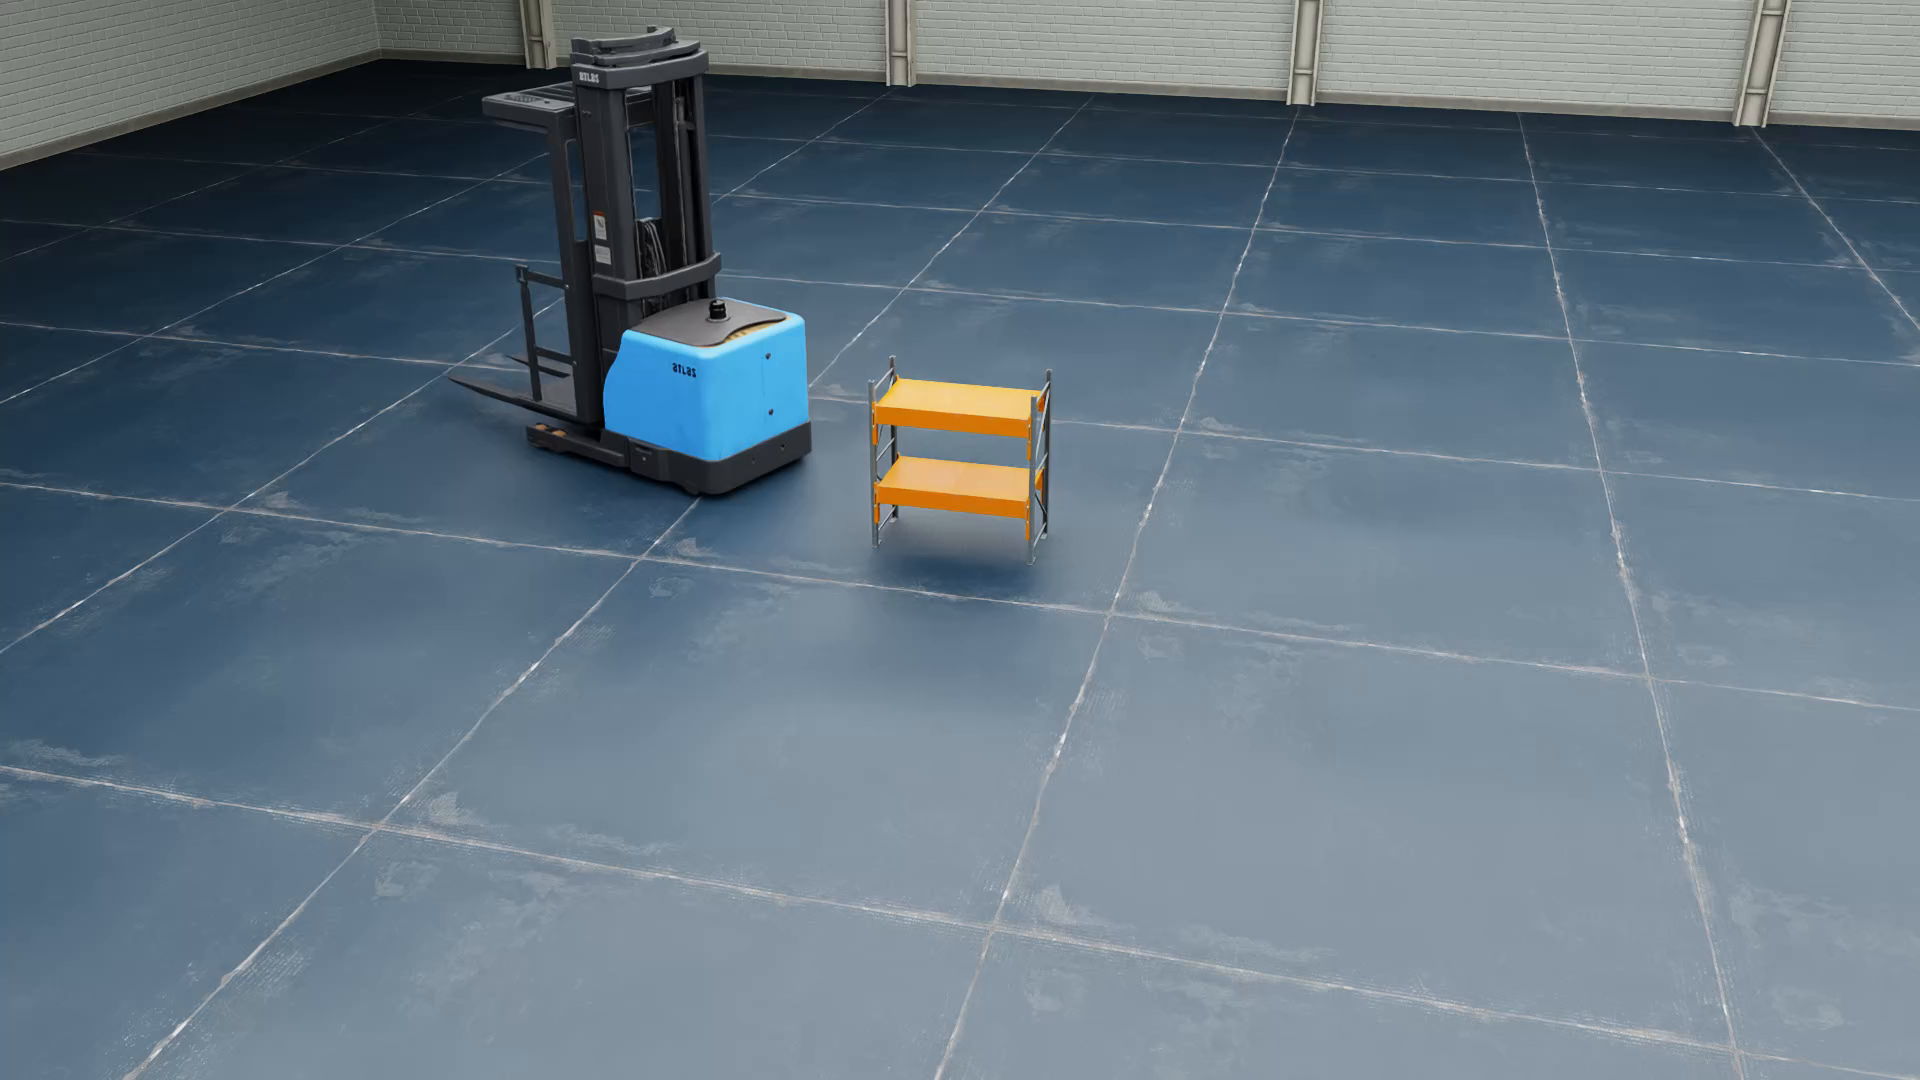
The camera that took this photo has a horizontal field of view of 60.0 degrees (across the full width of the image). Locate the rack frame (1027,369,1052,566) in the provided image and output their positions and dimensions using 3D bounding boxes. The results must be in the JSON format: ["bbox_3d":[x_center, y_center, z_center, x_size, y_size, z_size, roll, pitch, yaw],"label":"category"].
[{"bbox_3d":[0.499,-0.453,10.392,0.032,1.125,0.500,6,26,13],"label":"rack frame"}]

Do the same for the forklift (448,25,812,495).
[{"bbox_3d":[-2.552,-2.115,11.783,3.031,2.935,1.130,17,31,32],"label":"forklift"}]

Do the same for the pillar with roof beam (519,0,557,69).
[{"bbox_3d":[-7.776,-9.855,20.981,0.400,9.000,9.100,6,26,13],"label":"pillar with roof beam"}]

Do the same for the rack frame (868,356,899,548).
[{"bbox_3d":[-0.486,-0.562,10.621,0.032,1.125,0.500,6,26,13],"label":"rack frame"}]

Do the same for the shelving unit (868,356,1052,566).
[{"bbox_3d":[0.007,-0.507,10.507,1.048,1.125,0.538,6,26,13],"label":"shelving unit"}]

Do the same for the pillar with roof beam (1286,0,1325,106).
[{"bbox_3d":[3.846,-8.570,18.282,0.400,9.000,9.100,6,26,13],"label":"pillar with roof beam"}]

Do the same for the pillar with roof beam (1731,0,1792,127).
[{"bbox_3d":[9.657,-7.928,16.933,0.400,9.000,9.100,6,26,13],"label":"pillar with roof beam"}]

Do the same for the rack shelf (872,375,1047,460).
[{"bbox_3d":[0.007,-0.771,10.381,1.000,0.278,0.538,6,26,13],"label":"rack shelf"}]

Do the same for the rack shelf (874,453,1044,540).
[{"bbox_3d":[0.007,-0.286,10.612,1.000,0.278,0.538,6,26,13],"label":"rack shelf"}]

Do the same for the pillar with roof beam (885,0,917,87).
[{"bbox_3d":[-1.965,-9.212,19.632,0.400,9.000,9.100,6,26,13],"label":"pillar with roof beam"}]
